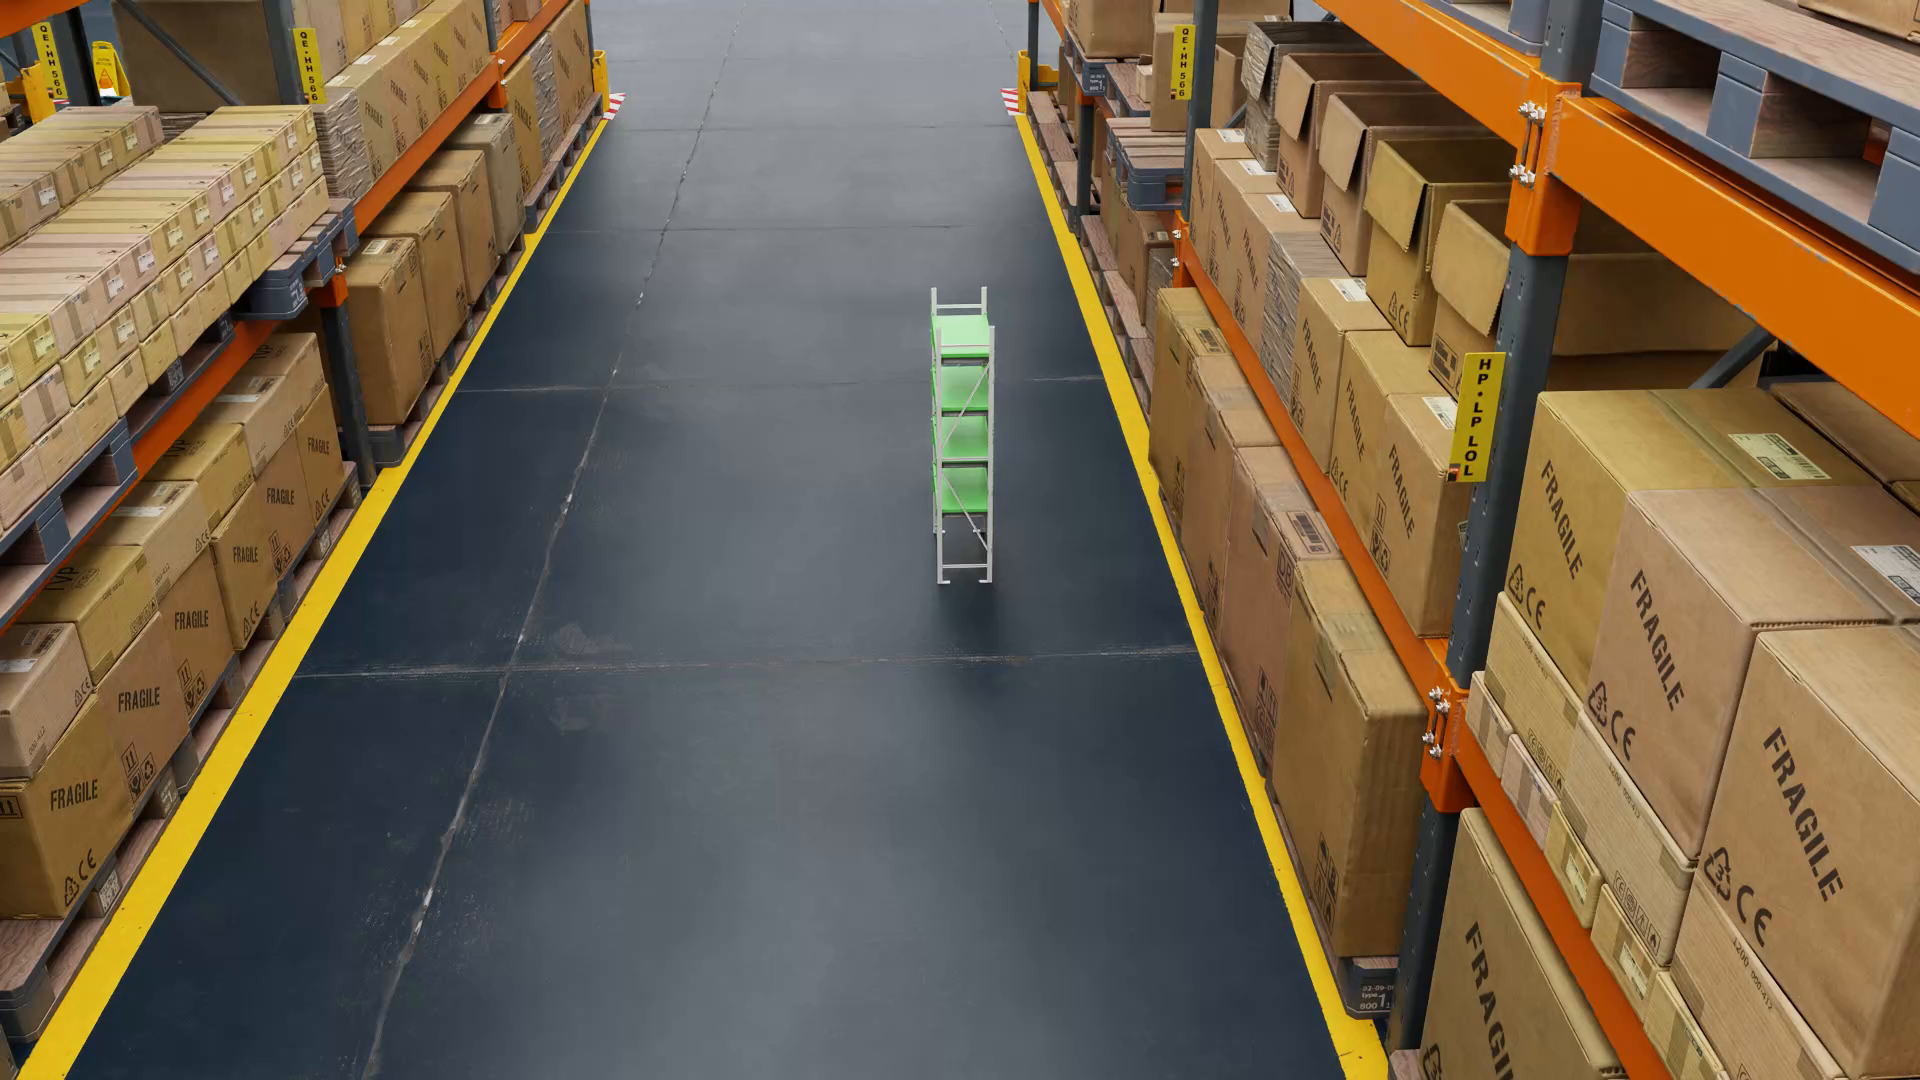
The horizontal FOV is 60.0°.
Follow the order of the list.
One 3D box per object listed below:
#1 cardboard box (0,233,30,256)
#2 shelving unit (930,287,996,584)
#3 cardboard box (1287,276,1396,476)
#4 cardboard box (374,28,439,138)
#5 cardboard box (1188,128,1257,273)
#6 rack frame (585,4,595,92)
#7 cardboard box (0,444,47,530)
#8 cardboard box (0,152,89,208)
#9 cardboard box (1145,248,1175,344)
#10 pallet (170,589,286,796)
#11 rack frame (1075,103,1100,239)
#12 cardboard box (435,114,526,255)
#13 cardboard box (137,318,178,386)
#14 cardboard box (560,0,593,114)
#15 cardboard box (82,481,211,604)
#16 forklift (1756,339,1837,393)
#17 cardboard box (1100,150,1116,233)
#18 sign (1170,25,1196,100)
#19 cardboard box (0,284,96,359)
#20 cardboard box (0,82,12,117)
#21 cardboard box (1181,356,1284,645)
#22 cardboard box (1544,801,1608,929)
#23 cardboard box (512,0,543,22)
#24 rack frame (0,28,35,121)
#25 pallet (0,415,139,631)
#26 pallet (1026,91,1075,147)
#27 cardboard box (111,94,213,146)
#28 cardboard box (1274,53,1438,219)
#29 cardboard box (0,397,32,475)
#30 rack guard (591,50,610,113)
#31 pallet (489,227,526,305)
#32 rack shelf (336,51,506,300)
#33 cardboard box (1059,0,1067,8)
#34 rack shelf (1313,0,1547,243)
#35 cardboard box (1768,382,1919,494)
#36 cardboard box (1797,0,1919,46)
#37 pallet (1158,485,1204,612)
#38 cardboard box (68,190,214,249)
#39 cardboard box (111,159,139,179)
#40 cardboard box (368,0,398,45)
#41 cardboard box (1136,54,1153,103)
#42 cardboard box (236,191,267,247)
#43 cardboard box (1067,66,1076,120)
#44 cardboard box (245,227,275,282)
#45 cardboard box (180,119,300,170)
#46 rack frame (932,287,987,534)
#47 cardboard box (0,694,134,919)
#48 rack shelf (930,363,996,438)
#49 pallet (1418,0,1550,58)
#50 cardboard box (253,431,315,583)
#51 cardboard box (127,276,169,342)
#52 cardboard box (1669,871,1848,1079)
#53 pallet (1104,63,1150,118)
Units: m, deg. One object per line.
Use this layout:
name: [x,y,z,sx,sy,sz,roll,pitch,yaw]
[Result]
cardboard box: [-3.525,-0.981,5.884,0.380,0.149,0.250,-2,28,-3]
shelving unit: [0.009,-0.456,7.326,0.258,1.200,0.503,-1,28,-3]
cardboard box: [1.399,-0.547,5.447,0.500,0.500,0.500,-2,28,-3]
cardboard box: [-3.251,-2.553,9.294,0.500,0.500,0.500,-2,28,-3]
cardboard box: [1.294,-1.484,7.243,0.500,0.500,0.500,-1,28,-1]
rack frame: [-3.836,-5.292,14.653,1.000,3.000,0.127,-1,28,-3]
cardboard box: [-2.791,-0.146,4.604,0.380,0.149,0.250,-1,28,-2]
cardboard box: [-3.549,-1.358,6.285,0.380,0.149,0.250,-3,28,-5]
cardboard box: [1.444,-1.322,9.268,0.700,0.500,0.500,-4,28,-7]
pallet: [-3.318,0.562,6.444,1.003,0.211,1.213,-1,28,-3]
rack frame: [1.332,-3.518,11.251,1.000,3.000,0.127,-1,28,-3]
cardboard box: [-3.505,-2.349,10.989,1.050,0.750,0.750,-2,28,-3]
cardboard box: [-2.844,-0.621,5.514,0.380,0.149,0.250,-2,28,-4]
cardboard box: [-3.734,-4.224,14.449,0.875,0.875,0.875,-1,28,-2]
cardboard box: [-3.036,0.010,5.925,0.500,0.250,0.500,0,28,-1]
forklift: [3.428,-1.290,7.055,1.130,2.935,3.031,-1,28,-1]
cardboard box: [1.342,-2.320,11.183,0.700,0.500,0.500,-3,28,-7]
sign: [0.999,-2.131,7.426,0.100,0.325,0.005,-1,28,-3]
cardboard box: [-2.812,-0.644,4.916,0.380,0.149,0.250,-2,28,-3]
cardboard box: [-8.462,-3.715,14.148,0.500,0.250,0.500,-2,28,-3]
cardboard box: [1.595,-0.184,6.702,1.225,0.875,0.875,-1,28,-2]
cardboard box: [1.461,0.676,3.482,0.380,0.149,0.250,-1,28,-1]
cardboard box: [-3.620,-4.187,12.372,0.875,0.550,0.550,-1,28,-3]
rack frame: [-8.774,-5.126,14.334,1.000,3.000,0.127,-1,28,-3]
pallet: [-3.104,-0.022,4.755,1.003,0.211,1.213,-1,28,-3]
pallet: [1.134,-3.717,14.649,1.003,0.211,1.213,-1,28,-3]
cardboard box: [-3.710,-1.843,7.932,0.500,0.500,0.500,-1,28,-3]
cardboard box: [1.594,-1.521,6.229,0.797,0.503,0.637,-1,28,-1]
cardboard box: [-2.786,-0.270,4.519,0.380,0.149,0.250,-2,28,-4]
rack guard: [-3.837,-4.195,15.252,1.175,0.500,0.348,-1,28,-3]
pallet: [-3.511,-1.854,11.076,1.003,0.211,1.213,-1,28,-3]
rack shelf: [-3.522,-2.202,9.506,1.077,0.370,4.000,-1,28,-3]
cardboard box: [0.963,-4.192,12.815,0.380,0.149,0.250,-1,28,-3]
rack shelf: [1.645,-1.758,5.411,1.077,0.370,4.000,-1,28,-3]
cardboard box: [2.040,-0.015,3.565,0.500,0.500,0.500,-1,28,-1]
cardboard box: [1.850,-1.068,2.640,0.700,0.500,0.500,-3,28,-6]
pallet: [1.506,-0.068,7.653,1.003,0.211,1.213,-1,28,-3]
cardboard box: [-2.869,-1.124,5.835,0.380,0.149,0.250,0,28,0]
cardboard box: [-3.577,-1.451,6.784,0.380,0.149,0.250,0,28,0]
cardboard box: [-3.515,-2.999,9.067,0.700,0.500,0.500,-2,28,-3]
cardboard box: [1.184,-2.561,9.107,0.396,0.266,0.258,-2,28,-4]
cardboard box: [-2.893,-1.227,6.354,0.380,0.149,0.250,-1,28,-3]
cardboard box: [1.204,-3.879,14.192,0.500,0.500,0.500,6,28,11]
cardboard box: [-2.899,-1.107,6.446,0.380,0.149,0.250,-2,28,-3]
cardboard box: [-2.924,-1.605,6.757,0.380,0.149,0.250,-2,28,-3]
rack frame: [-0.004,-0.568,7.542,0.240,1.200,0.015,-1,28,-3]
cardboard box: [-2.983,0.824,5.175,0.500,0.500,0.500,0,28,-1]
rack shelf: [0.009,-0.612,7.245,0.258,0.148,0.480,-1,28,-3]
pallet: [1.652,-1.491,4.328,0.805,0.209,1.217,-2,28,-5]
cardboard box: [-3.099,-0.138,7.020,0.500,0.500,0.500,0,28,-1]
cardboard box: [-2.844,-0.756,5.451,0.380,0.149,0.250,-2,28,-4]
cardboard box: [1.566,0.804,2.806,0.500,0.250,0.500,-1,28,-1]
pallet: [1.396,-2.499,9.504,1.003,0.211,1.213,-1,28,-3]
